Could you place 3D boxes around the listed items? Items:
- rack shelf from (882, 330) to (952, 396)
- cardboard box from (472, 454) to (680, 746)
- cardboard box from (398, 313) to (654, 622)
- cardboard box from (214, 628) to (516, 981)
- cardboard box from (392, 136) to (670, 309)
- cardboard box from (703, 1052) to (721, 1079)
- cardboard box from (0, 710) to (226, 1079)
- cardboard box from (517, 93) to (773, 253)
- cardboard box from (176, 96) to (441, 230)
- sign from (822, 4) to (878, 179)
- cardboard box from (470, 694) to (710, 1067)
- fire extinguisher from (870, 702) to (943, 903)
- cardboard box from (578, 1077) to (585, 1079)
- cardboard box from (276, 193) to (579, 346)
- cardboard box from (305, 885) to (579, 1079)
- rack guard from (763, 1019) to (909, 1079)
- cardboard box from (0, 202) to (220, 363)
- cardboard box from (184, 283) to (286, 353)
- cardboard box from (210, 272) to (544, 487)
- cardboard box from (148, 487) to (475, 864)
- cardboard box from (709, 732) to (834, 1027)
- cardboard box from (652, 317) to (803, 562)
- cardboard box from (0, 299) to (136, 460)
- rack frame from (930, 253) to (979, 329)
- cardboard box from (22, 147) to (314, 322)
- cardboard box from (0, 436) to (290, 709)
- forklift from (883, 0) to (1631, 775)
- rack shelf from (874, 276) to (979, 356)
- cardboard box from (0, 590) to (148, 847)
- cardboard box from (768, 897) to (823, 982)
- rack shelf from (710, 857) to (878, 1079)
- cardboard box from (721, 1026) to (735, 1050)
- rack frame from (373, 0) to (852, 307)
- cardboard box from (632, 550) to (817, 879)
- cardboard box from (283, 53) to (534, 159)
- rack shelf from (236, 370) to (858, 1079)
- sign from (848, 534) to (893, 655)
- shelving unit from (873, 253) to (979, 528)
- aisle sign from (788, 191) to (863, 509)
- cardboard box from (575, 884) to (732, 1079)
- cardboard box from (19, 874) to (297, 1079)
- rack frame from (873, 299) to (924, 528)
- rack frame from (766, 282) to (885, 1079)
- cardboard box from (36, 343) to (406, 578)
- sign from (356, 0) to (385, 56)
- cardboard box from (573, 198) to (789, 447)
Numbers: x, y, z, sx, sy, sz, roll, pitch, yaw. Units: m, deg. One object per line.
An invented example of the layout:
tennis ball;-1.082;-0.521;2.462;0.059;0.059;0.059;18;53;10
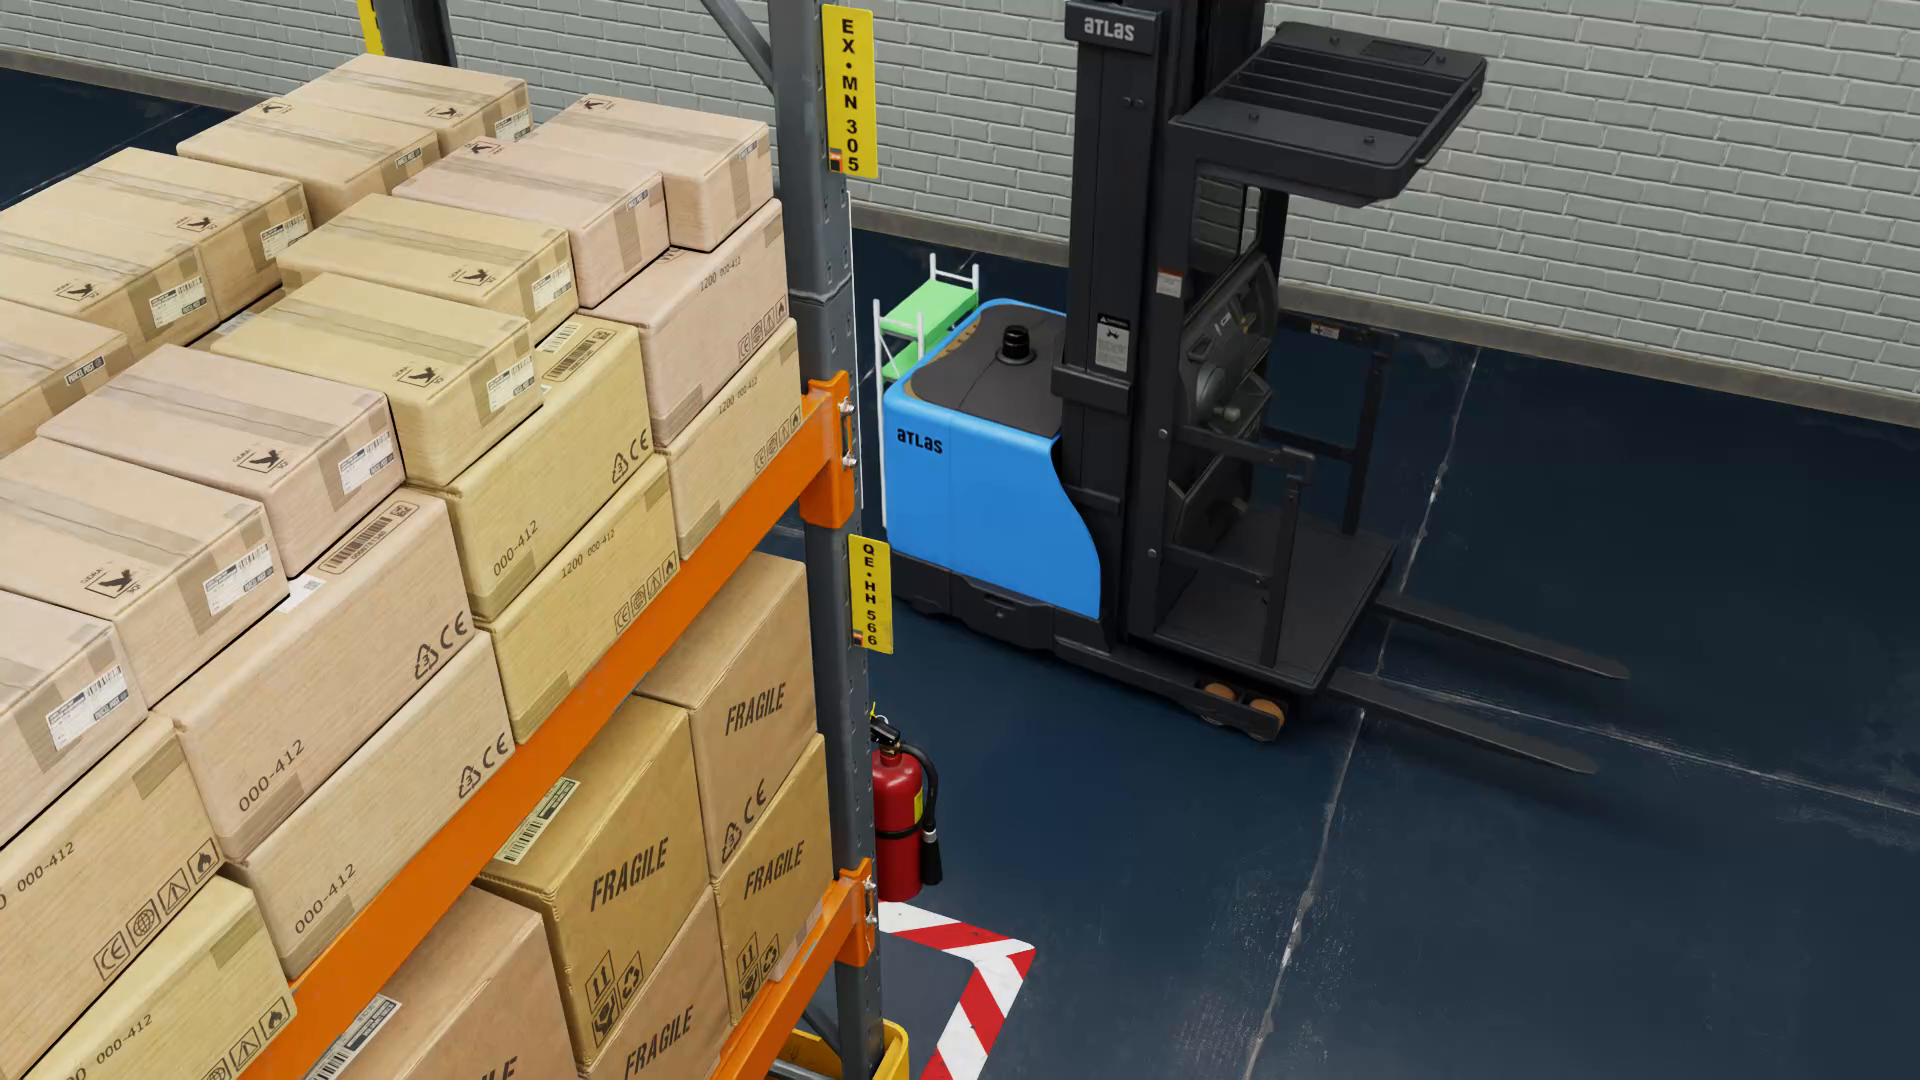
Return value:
rack shelf;-0.141;-0.783;7.499;0.258;0.148;0.480;18;40;23
cardboard box;-0.827;0.036;2.816;0.500;0.250;0.500;14;39;18
cardboard box;-0.844;-0.164;2.666;0.500;0.250;0.500;13;39;17
cardboard box;-1.028;0.308;2.453;0.500;0.250;0.500;16;39;20
cardboard box;-0.730;-0.550;2.850;0.380;0.149;0.250;14;39;18
cardboard box;-0.784;1.198;3.851;0.380;0.149;0.250;13;39;17
cardboard box;-1.245;0.396;1.917;0.500;0.250;0.500;12;38;16
cardboard box;-0.566;-0.669;3.009;0.380;0.149;0.250;14;39;17
cardboard box;-1.158;-0.656;2.991;0.380;0.149;0.250;15;39;20
sign;-0.205;-0.837;3.120;0.100;0.325;0.005;14;39;18
cardboard box;-0.848;0.612;3.259;0.500;0.500;0.500;13;39;16
fire extinguisher;-0.188;0.727;4.648;0.296;0.674;0.183;14;39;18
cardboard box;-1.029;1.296;3.178;0.500;0.500;0.500;14;39;18
cardboard box;-0.847;-0.413;2.666;0.380;0.149;0.250;13;39;16
cardboard box;-1.037;0.902;2.871;0.500;0.500;0.500;16;40;20
rack guard;-0.740;1.624;5.159;1.175;0.500;0.348;14;39;18
cardboard box;-1.422;-0.388;2.632;0.380;0.149;0.250;14;39;18
cardboard box;-1.316;-0.287;2.831;0.500;0.250;0.500;13;39;17
cardboard box;-0.847;-0.242;2.437;0.380;0.149;0.250;14;39;18
cardboard box;-1.042;0.119;2.288;0.500;0.250;0.500;14;39;18
cardboard box;-0.644;0.729;3.937;0.500;0.500;0.500;15;39;19
cardboard box;-0.639;-0.248;3.196;0.500;0.250;0.500;13;39;17
cardboard box;-1.423;-0.221;2.409;0.380;0.149;0.250;15;39;19
rack frame;-0.022;-0.769;7.775;0.240;1.200;0.015;18;40;23
cardboard box;-1.329;-0.522;2.812;0.380;0.149;0.250;14;39;18
cardboard box;-1.082;0.033;2.070;0.380;0.149;0.250;15;39;19
forklift;1.209;-0.734;6.284;3.031;2.935;1.130;18;41;23
rack shelf;-0.143;-0.976;7.356;0.258;0.148;0.480;18;40;23
cardboard box;-1.172;0.178;1.876;0.380;0.149;0.250;13;39;16
cardboard box;-0.574;0.927;4.215;0.380;0.149;0.250;14;39;18
rack shelf;-1.472;1.977;3.201;1.077;0.370;4.000;14;39;18
cardboard box;-0.703;1.056;4.042;0.380;0.149;0.250;14;39;18
rack frame;-0.711;-1.822;2.671;1.000;3.000;0.127;14;39;18
cardboard box;-0.655;0.332;3.634;0.500;0.500;0.500;13;39;17
cardboard box;-1.045;-0.793;3.174;0.380;0.149;0.250;14;39;17
rack shelf;-1.472;0.775;2.303;1.077;0.370;4.000;14;39;18
sign;-0.205;0.128;3.842;0.100;0.325;0.005;14;39;18
shelving unit;-0.140;-0.642;7.604;0.258;1.200;0.503;18;40;23
aisle sign;-0.406;-0.432;3.651;0.394;0.787;0.004;14;39;18
cardboard box;-0.845;1.013;3.557;0.500;0.500;0.500;13;39;17
cardboard box;-1.212;0.606;2.053;0.500;0.250;0.500;16;40;20
rack frame;-0.258;-0.514;7.433;0.240;1.200;0.015;18;40;23
rack frame;-0.711;0.581;4.467;1.000;3.000;0.127;14;39;18
cardboard box;-1.000;-0.115;2.268;0.380;0.149;0.250;13;39;17
sign;-1.213;-1.094;3.473;0.100;0.325;0.005;14;39;18
cardboard box;-0.651;-0.447;3.045;0.500;0.250;0.500;13;39;16
